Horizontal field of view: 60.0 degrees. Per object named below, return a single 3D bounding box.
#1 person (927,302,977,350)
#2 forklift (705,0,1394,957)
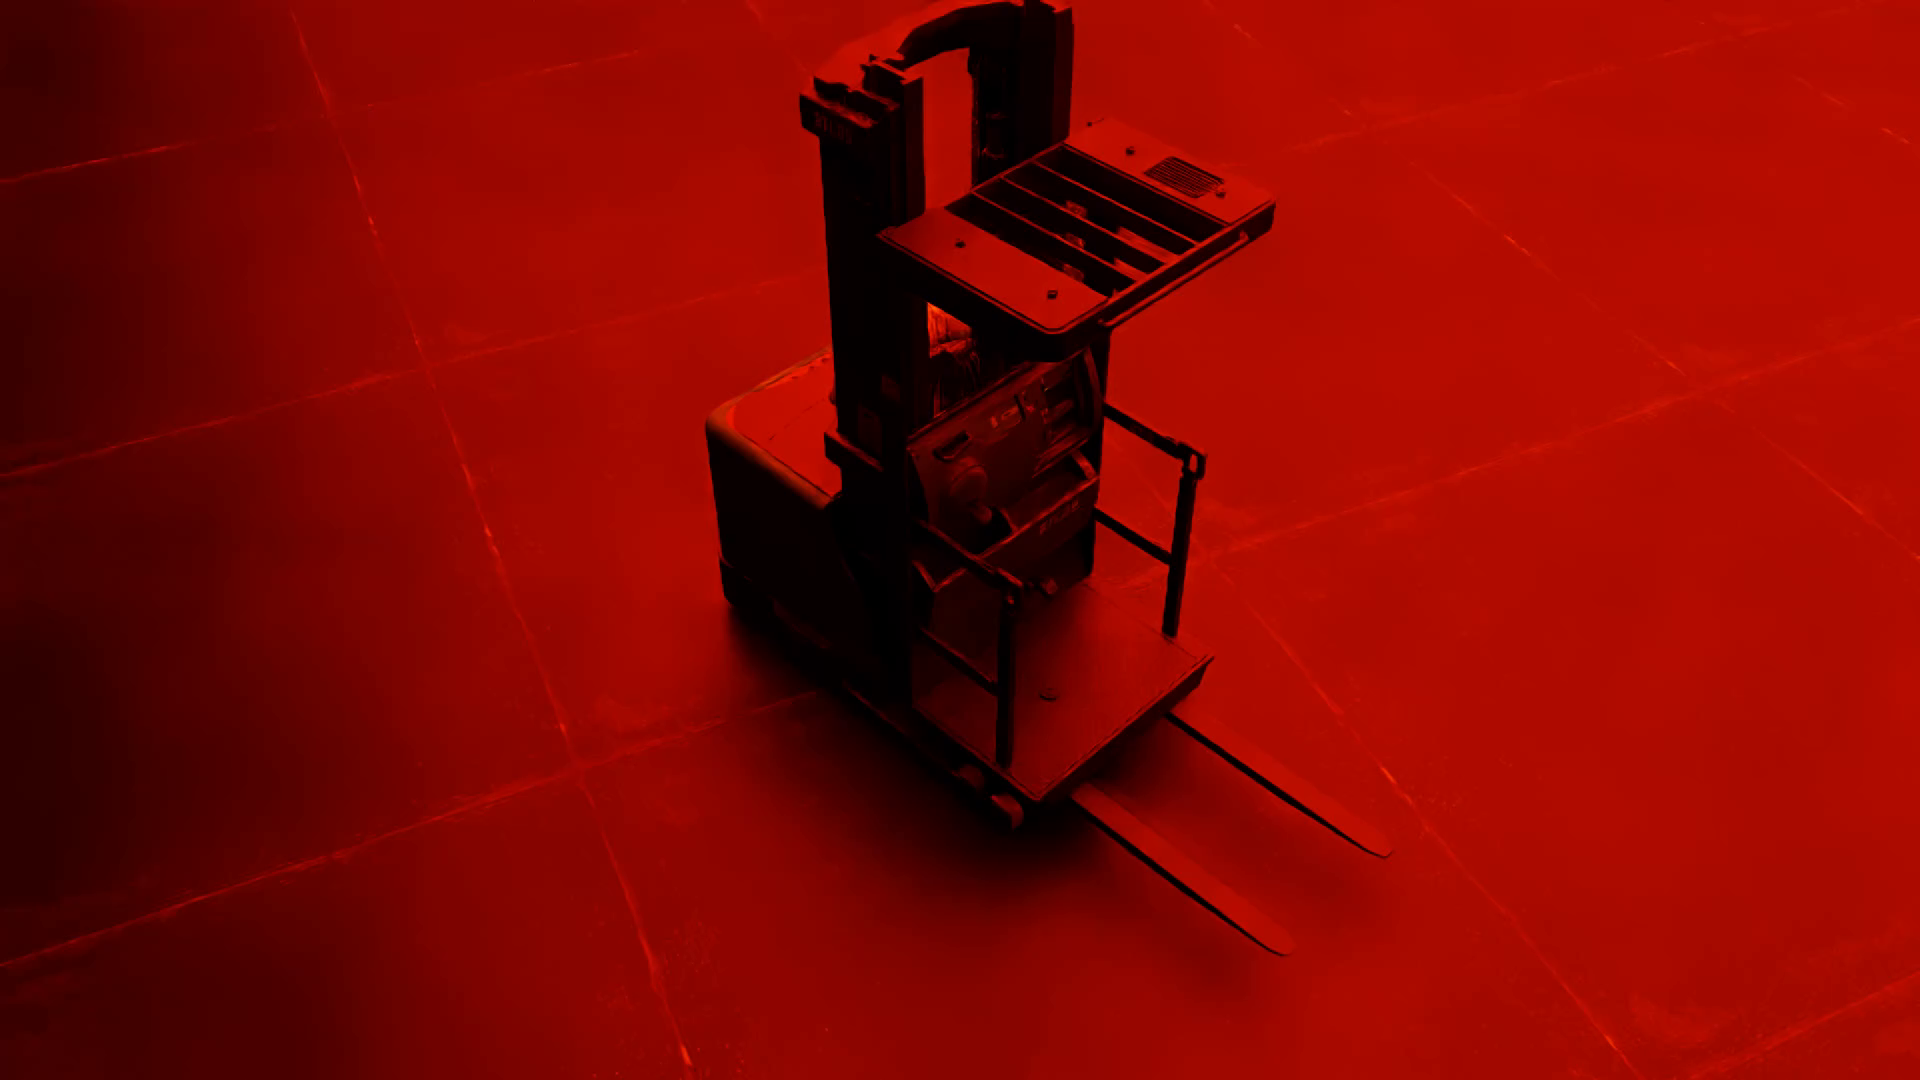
[{"bbox_3d":[-0.005,-0.625,7.282,0.482,1.666,0.407,-18,46,-18],"label":"person"},{"bbox_3d":[0.331,-0.318,6.021,1.130,2.935,3.031,-34,53,-31],"label":"forklift"}]
